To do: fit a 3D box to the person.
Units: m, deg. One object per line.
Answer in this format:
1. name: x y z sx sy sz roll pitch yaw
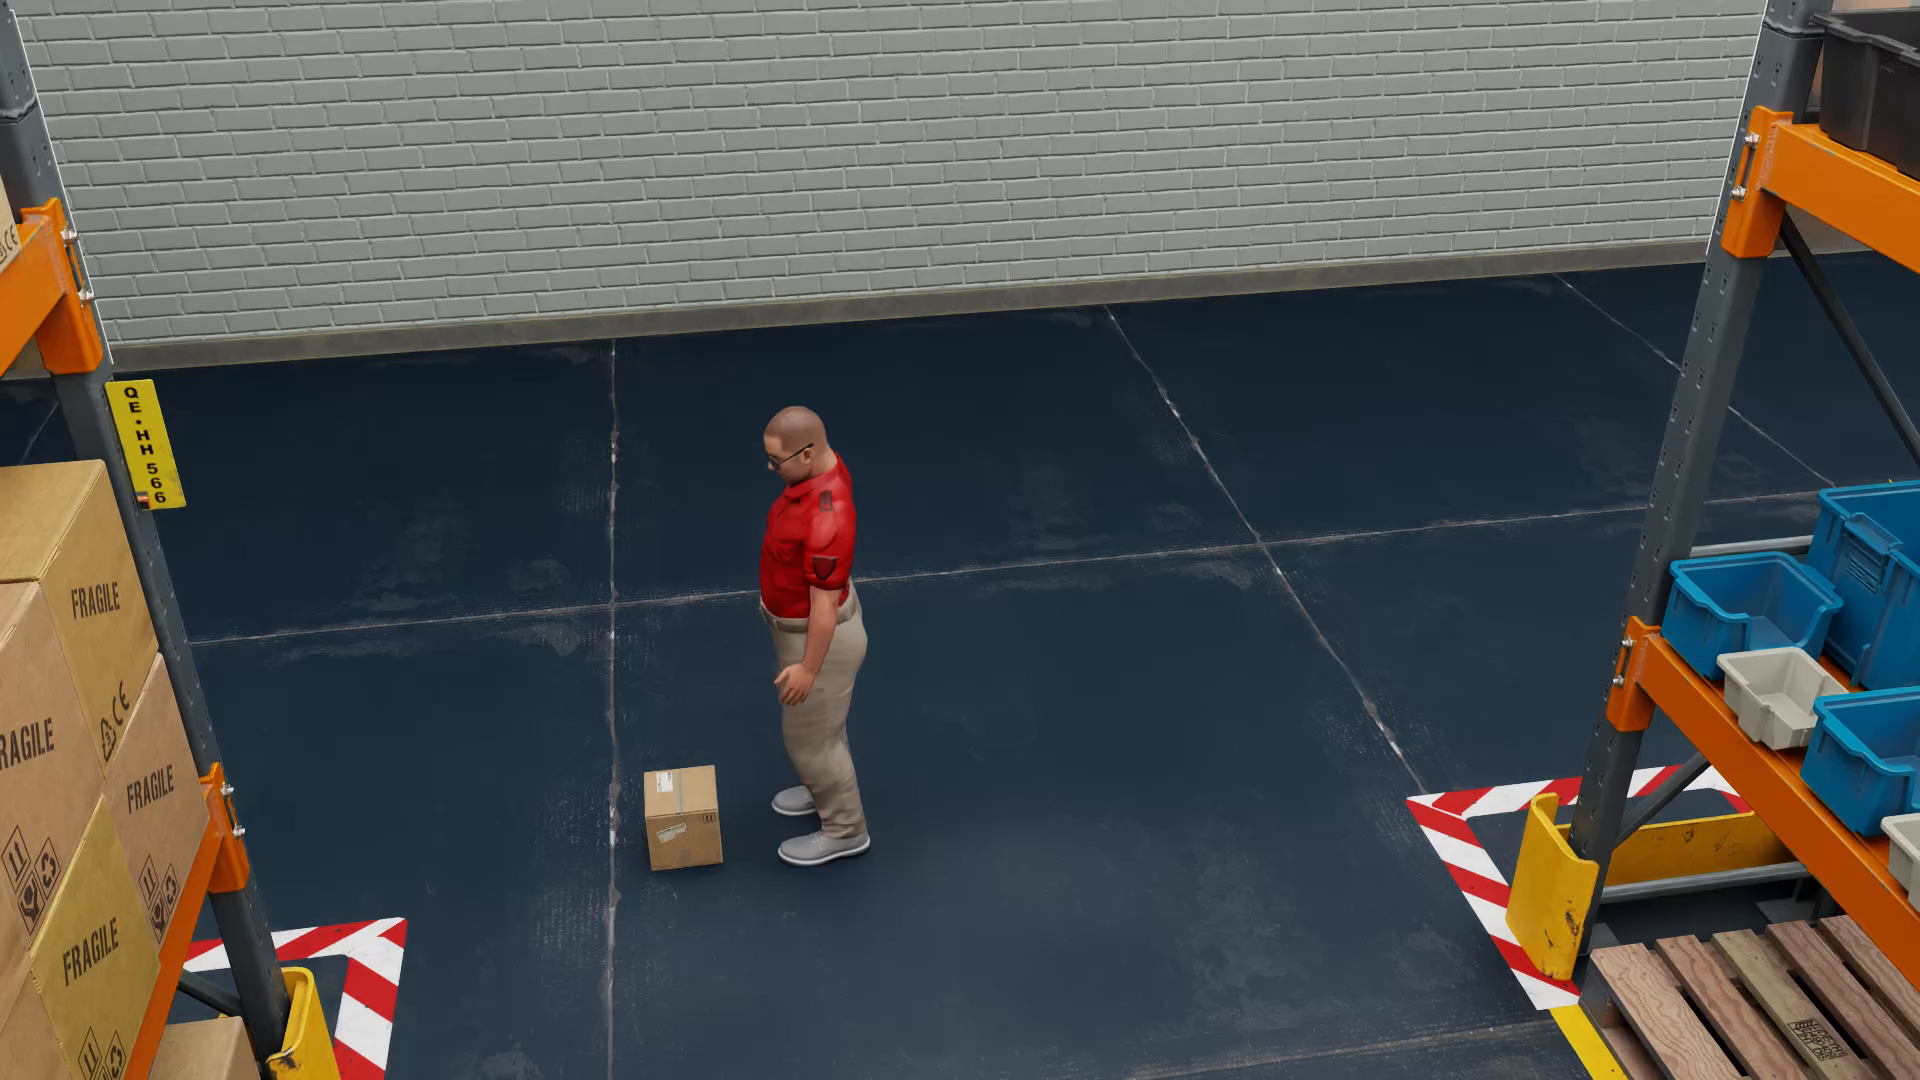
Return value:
1. person: -0.498 0.320 5.630 0.356 1.549 0.434 -5 31 -8
